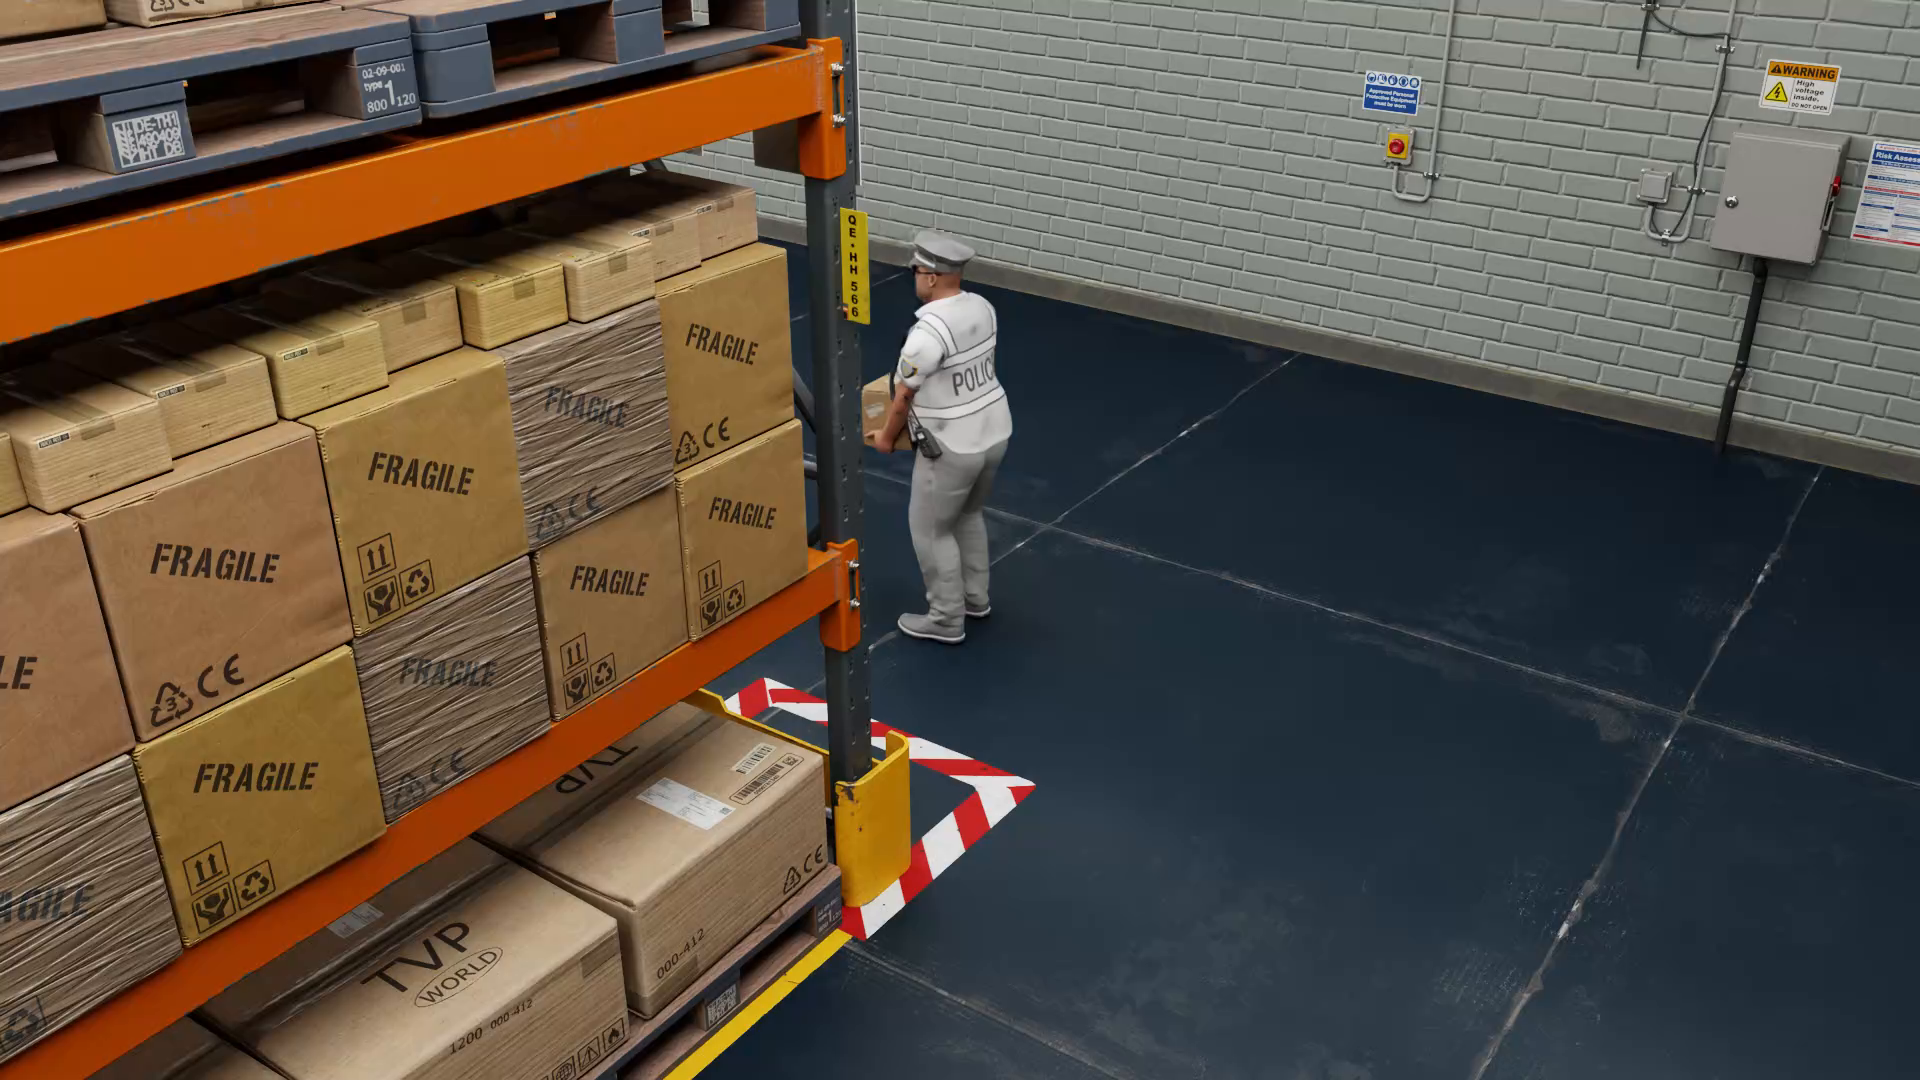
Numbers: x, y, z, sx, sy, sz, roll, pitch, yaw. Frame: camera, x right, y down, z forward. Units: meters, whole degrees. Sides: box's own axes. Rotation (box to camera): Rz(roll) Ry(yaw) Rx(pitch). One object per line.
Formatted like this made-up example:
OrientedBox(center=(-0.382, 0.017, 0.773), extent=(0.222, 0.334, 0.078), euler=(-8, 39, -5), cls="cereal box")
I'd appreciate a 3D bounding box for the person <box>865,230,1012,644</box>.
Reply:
OrientedBox(center=(-0.093, -0.427, 6.954), extent=(0.583, 1.761, 0.488), euler=(17, 31, 30), cls="person")
